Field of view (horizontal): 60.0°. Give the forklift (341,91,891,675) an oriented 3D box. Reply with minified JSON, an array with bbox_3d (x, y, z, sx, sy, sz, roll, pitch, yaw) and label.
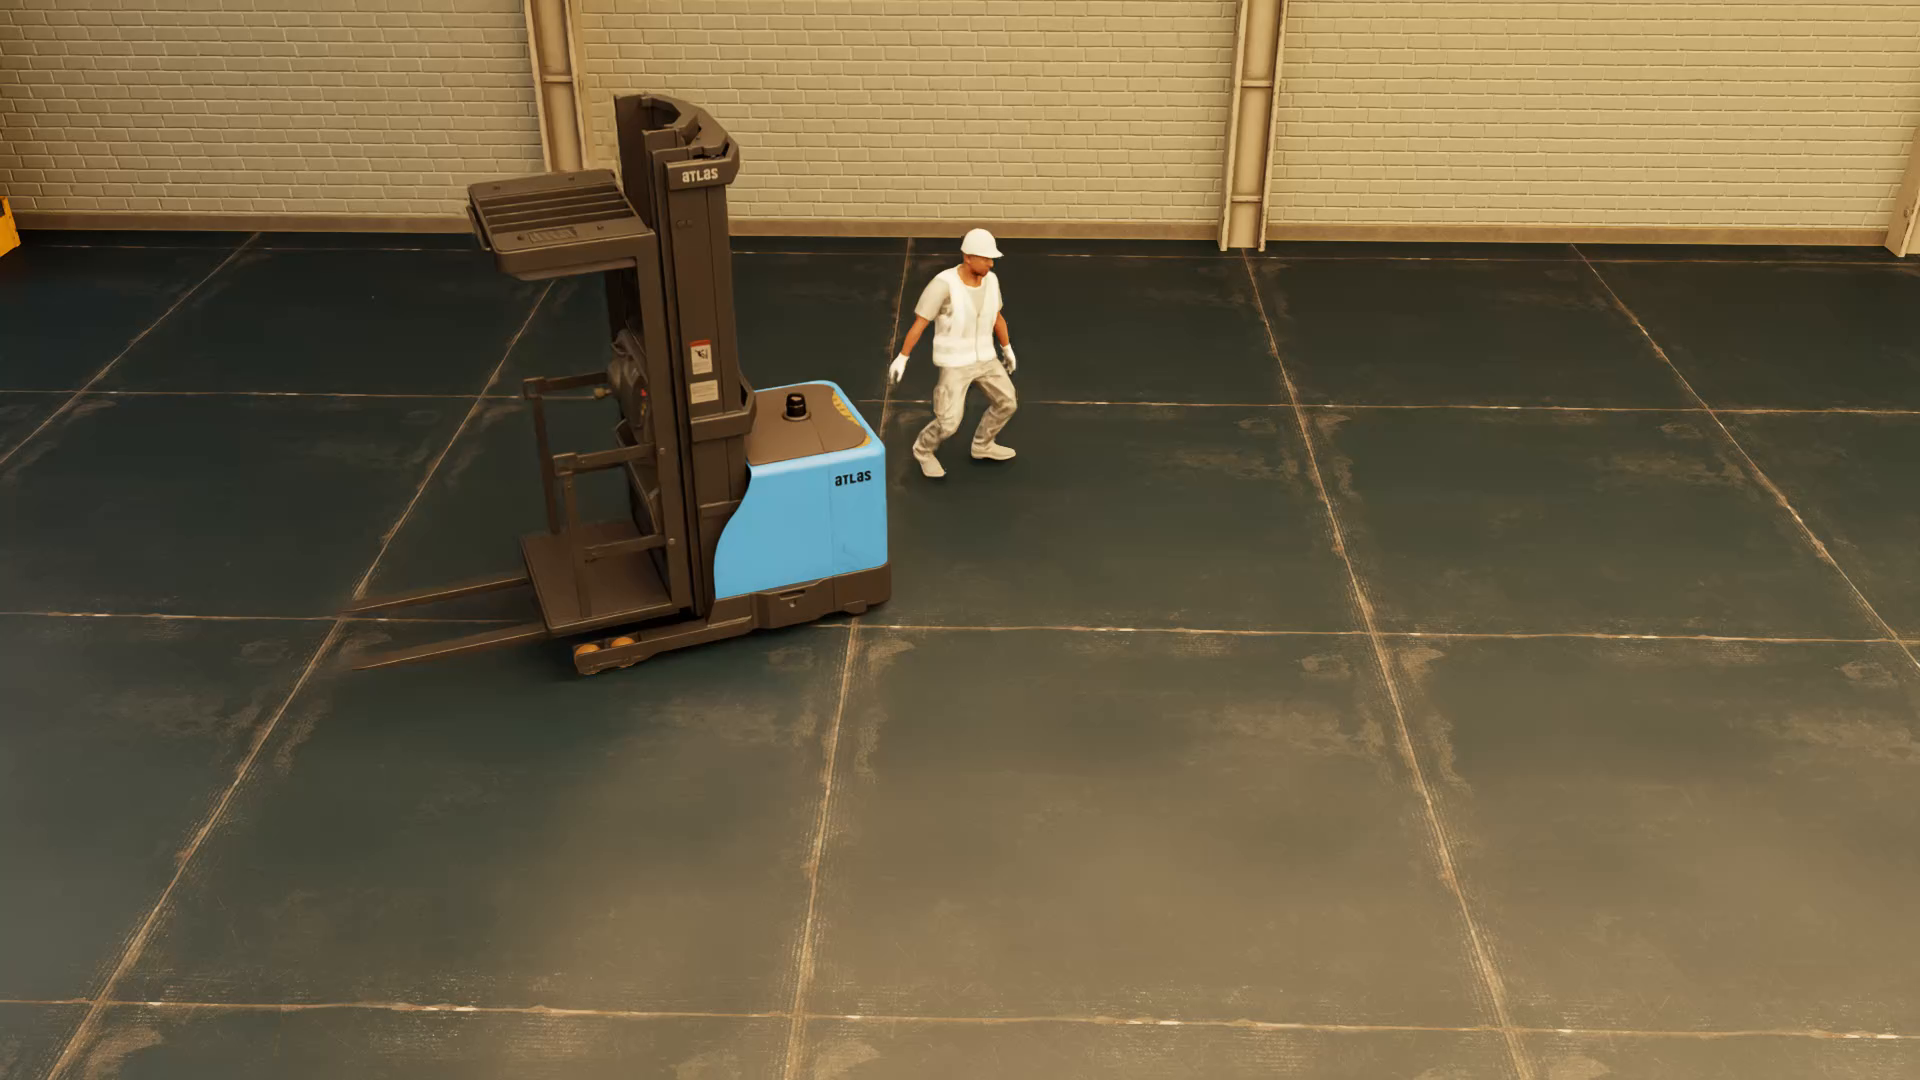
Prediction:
[{"bbox_3d":[-1.976,-0.818,9.001,3.031,2.935,1.130,-11,32,-18],"label":"forklift"}]

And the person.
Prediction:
[{"bbox_3d":[-0.040,-1.201,10.818,0.913,1.699,0.496,-18,35,-28],"label":"person"}]
